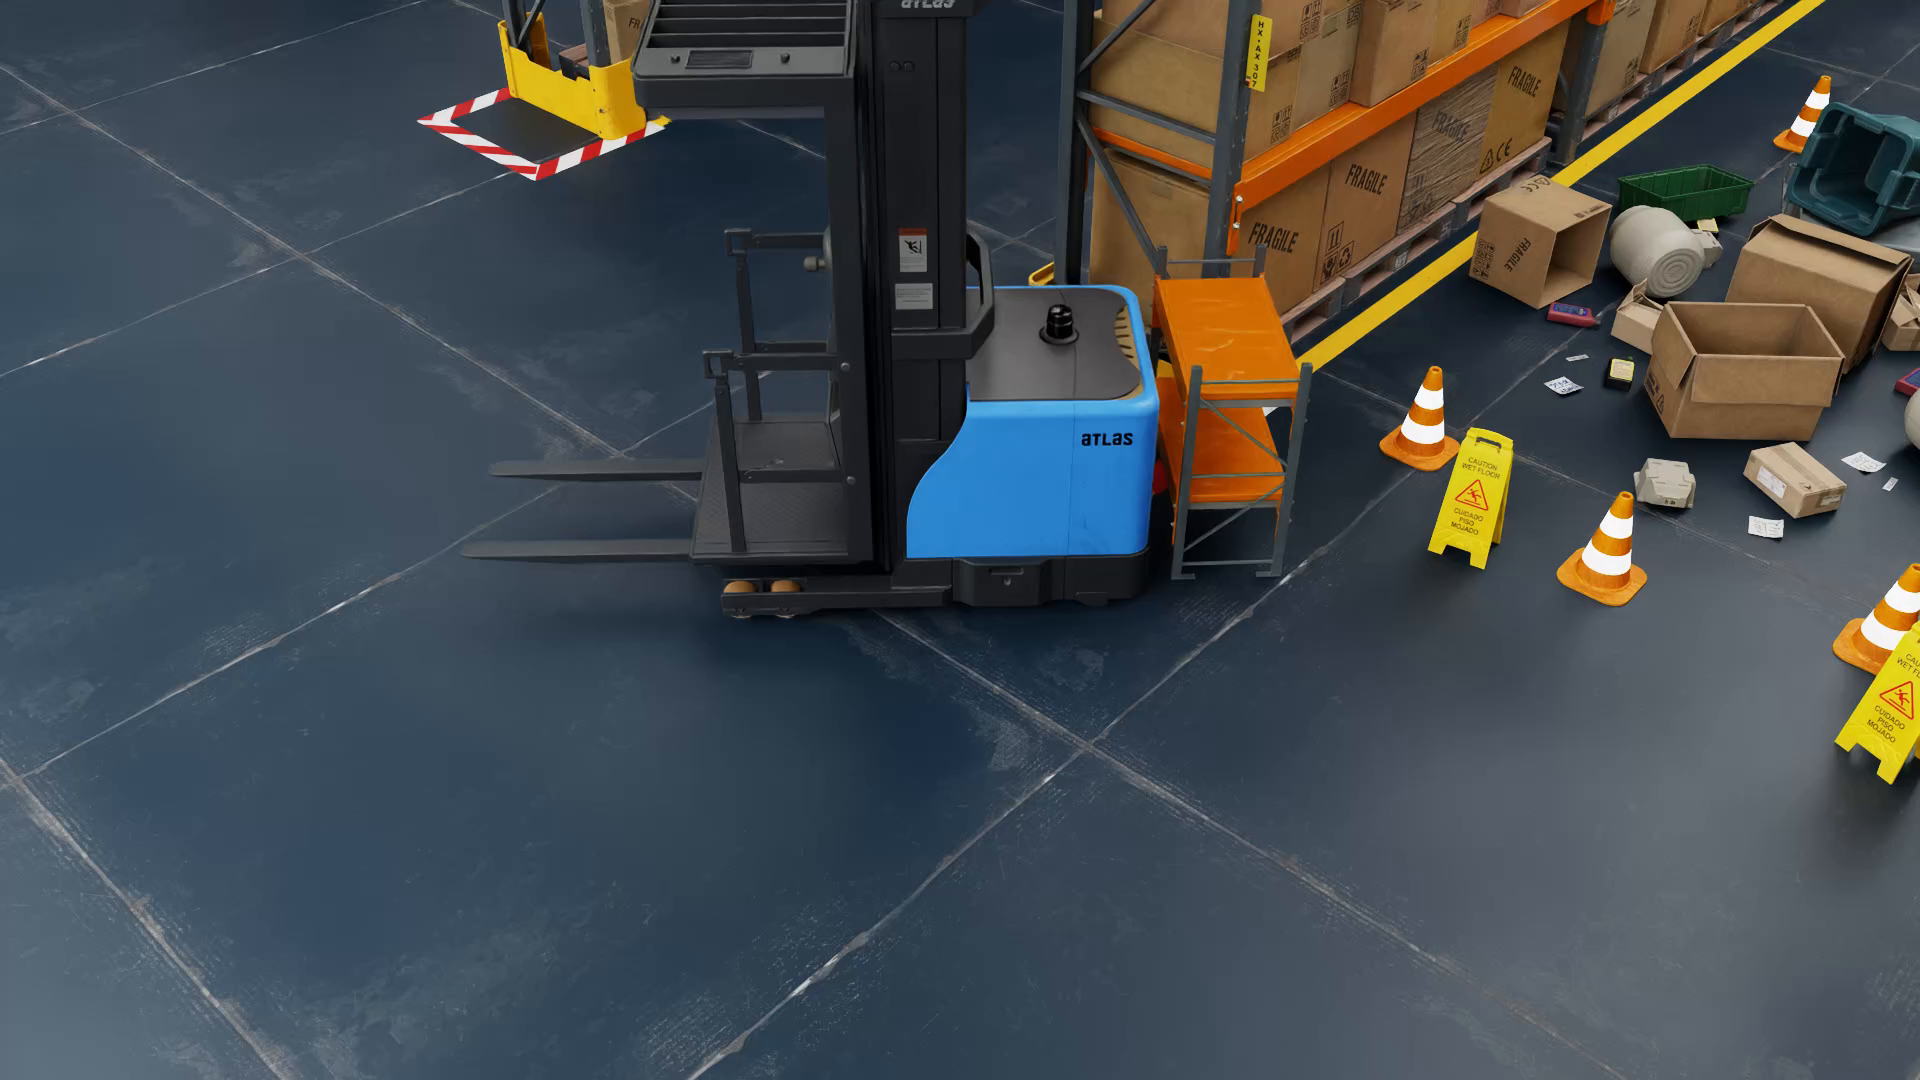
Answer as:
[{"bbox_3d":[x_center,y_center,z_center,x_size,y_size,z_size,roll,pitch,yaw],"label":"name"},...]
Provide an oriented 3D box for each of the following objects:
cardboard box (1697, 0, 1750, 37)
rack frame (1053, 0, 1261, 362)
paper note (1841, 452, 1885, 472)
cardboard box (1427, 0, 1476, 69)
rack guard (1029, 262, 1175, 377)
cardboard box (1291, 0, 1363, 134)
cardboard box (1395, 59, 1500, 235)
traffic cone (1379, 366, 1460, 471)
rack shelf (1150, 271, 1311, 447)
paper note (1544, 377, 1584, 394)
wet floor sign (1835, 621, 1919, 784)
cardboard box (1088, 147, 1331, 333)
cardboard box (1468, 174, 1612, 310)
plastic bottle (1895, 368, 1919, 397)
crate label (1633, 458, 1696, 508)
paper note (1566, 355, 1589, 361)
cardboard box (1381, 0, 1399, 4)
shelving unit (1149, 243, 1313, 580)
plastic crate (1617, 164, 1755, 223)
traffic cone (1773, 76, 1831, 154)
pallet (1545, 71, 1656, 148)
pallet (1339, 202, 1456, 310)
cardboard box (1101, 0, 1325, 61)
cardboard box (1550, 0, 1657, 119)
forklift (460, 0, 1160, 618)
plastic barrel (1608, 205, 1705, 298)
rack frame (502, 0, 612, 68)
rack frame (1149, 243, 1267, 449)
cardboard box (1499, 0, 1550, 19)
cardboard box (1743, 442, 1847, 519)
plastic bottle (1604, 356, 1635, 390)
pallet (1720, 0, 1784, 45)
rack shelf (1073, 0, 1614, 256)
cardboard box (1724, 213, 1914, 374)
[{"bbox_3d":[5.228,-4.302,12.220,1.050,0.750,0.750,30,48,32],"label":"cardboard box"},{"bbox_3d":[0.896,-1.988,7.840,1.000,3.000,0.127,30,47,32],"label":"rack frame"},{"bbox_3d":[4.470,-0.387,8.221,0.142,0.019,0.148,-18,42,-21],"label":"paper note"},{"bbox_3d":[2.265,-2.963,8.946,0.875,0.550,0.500,30,47,32],"label":"cardboard box"},{"bbox_3d":[0.880,-0.998,8.604,1.175,0.500,0.348,30,47,32],"label":"rack guard"},{"bbox_3d":[1.468,-2.498,8.361,0.875,0.550,0.550,30,47,32],"label":"cardboard box"},{"bbox_3d":[2.513,-2.483,9.832,0.875,0.875,0.875,30,47,32],"label":"cardboard box"},{"bbox_3d":[2.302,-0.643,8.186,0.336,0.463,0.334,30,47,32],"label":"traffic cone"},{"bbox_3d":[1.182,-0.823,7.411,0.538,0.278,1.000,-2,39,-2],"label":"rack shelf"},{"bbox_3d":[3.179,-0.813,8.750,0.142,0.017,0.144,-18,42,-21],"label":"paper note"},{"bbox_3d":[3.700,0.604,6.472,0.232,0.644,0.267,-18,42,-21],"label":"wet floor sign"},{"bbox_3d":[1.304,-1.660,8.797,0.875,0.875,0.875,30,47,32],"label":"cardboard box"},{"bbox_3d":[3.305,-1.704,9.489,0.500,0.500,0.500,-26,45,-29],"label":"cardboard box"},{"bbox_3d":[5.061,-0.838,8.755,0.283,0.061,0.133,-26,45,-29],"label":"plastic bottle"},{"bbox_3d":[3.392,-0.272,7.982,0.250,0.136,0.298,8,39,10],"label":"crate label"},{"bbox_3d":[3.334,-0.983,8.979,0.123,0.001,0.032,-11,40,-14],"label":"paper note"},{"bbox_3d":[1.956,-3.115,8.269,0.875,0.550,0.550,30,47,32],"label":"cardboard box"},{"bbox_3d":[1.182,-0.594,7.593,0.538,1.125,1.048,-2,39,-2],"label":"shelving unit"},{"bbox_3d":[4.444,-2.117,10.216,0.662,0.188,0.450,-11,30,-14],"label":"plastic crate"},{"bbox_3d":[5.614,-2.815,10.918,0.336,0.463,0.334,30,47,32],"label":"traffic cone"},{"bbox_3d":[4.059,-3.120,11.504,1.003,0.211,1.213,30,47,32],"label":"pallet"},{"bbox_3d":[2.201,-1.854,9.913,1.003,0.211,1.213,30,47,32],"label":"pallet"},{"bbox_3d":[1.175,-2.623,7.651,0.875,0.550,0.550,30,47,32],"label":"cardboard box"},{"bbox_3d":[3.947,-3.432,11.127,1.050,0.750,0.750,29,47,32],"label":"cardboard box"},{"bbox_3d":[-0.693,-1.138,6.826,3.031,2.935,1.130,-1,38,-1],"label":"forklift"},{"bbox_3d":[3.961,-1.652,9.487,0.421,0.421,0.512,-5,39,-6],"label":"plastic barrel"},{"bbox_3d":[-2.697,-4.117,10.517,1.000,3.000,0.127,30,47,32],"label":"rack frame"},{"bbox_3d":[1.159,-0.910,7.990,0.500,1.125,0.032,-2,39,-2],"label":"rack frame"},{"bbox_3d":[3.000,-3.448,9.555,0.875,0.550,0.550,30,47,32],"label":"cardboard box"},{"bbox_3d":[4.011,-0.290,7.995,0.250,0.149,0.380,-11,40,-14],"label":"cardboard box"},{"bbox_3d":[3.507,-0.899,8.831,0.133,0.061,0.283,14,41,17],"label":"plastic bottle"},{"bbox_3d":[5.705,-4.241,12.914,1.003,0.211,1.213,30,47,32],"label":"pallet"},{"bbox_3d":[2.245,-2.625,9.219,1.077,0.370,4.000,30,47,32],"label":"rack shelf"},{"bbox_3d":[4.559,-1.335,8.915,0.797,0.637,0.503,30,47,32],"label":"cardboard box"}]
